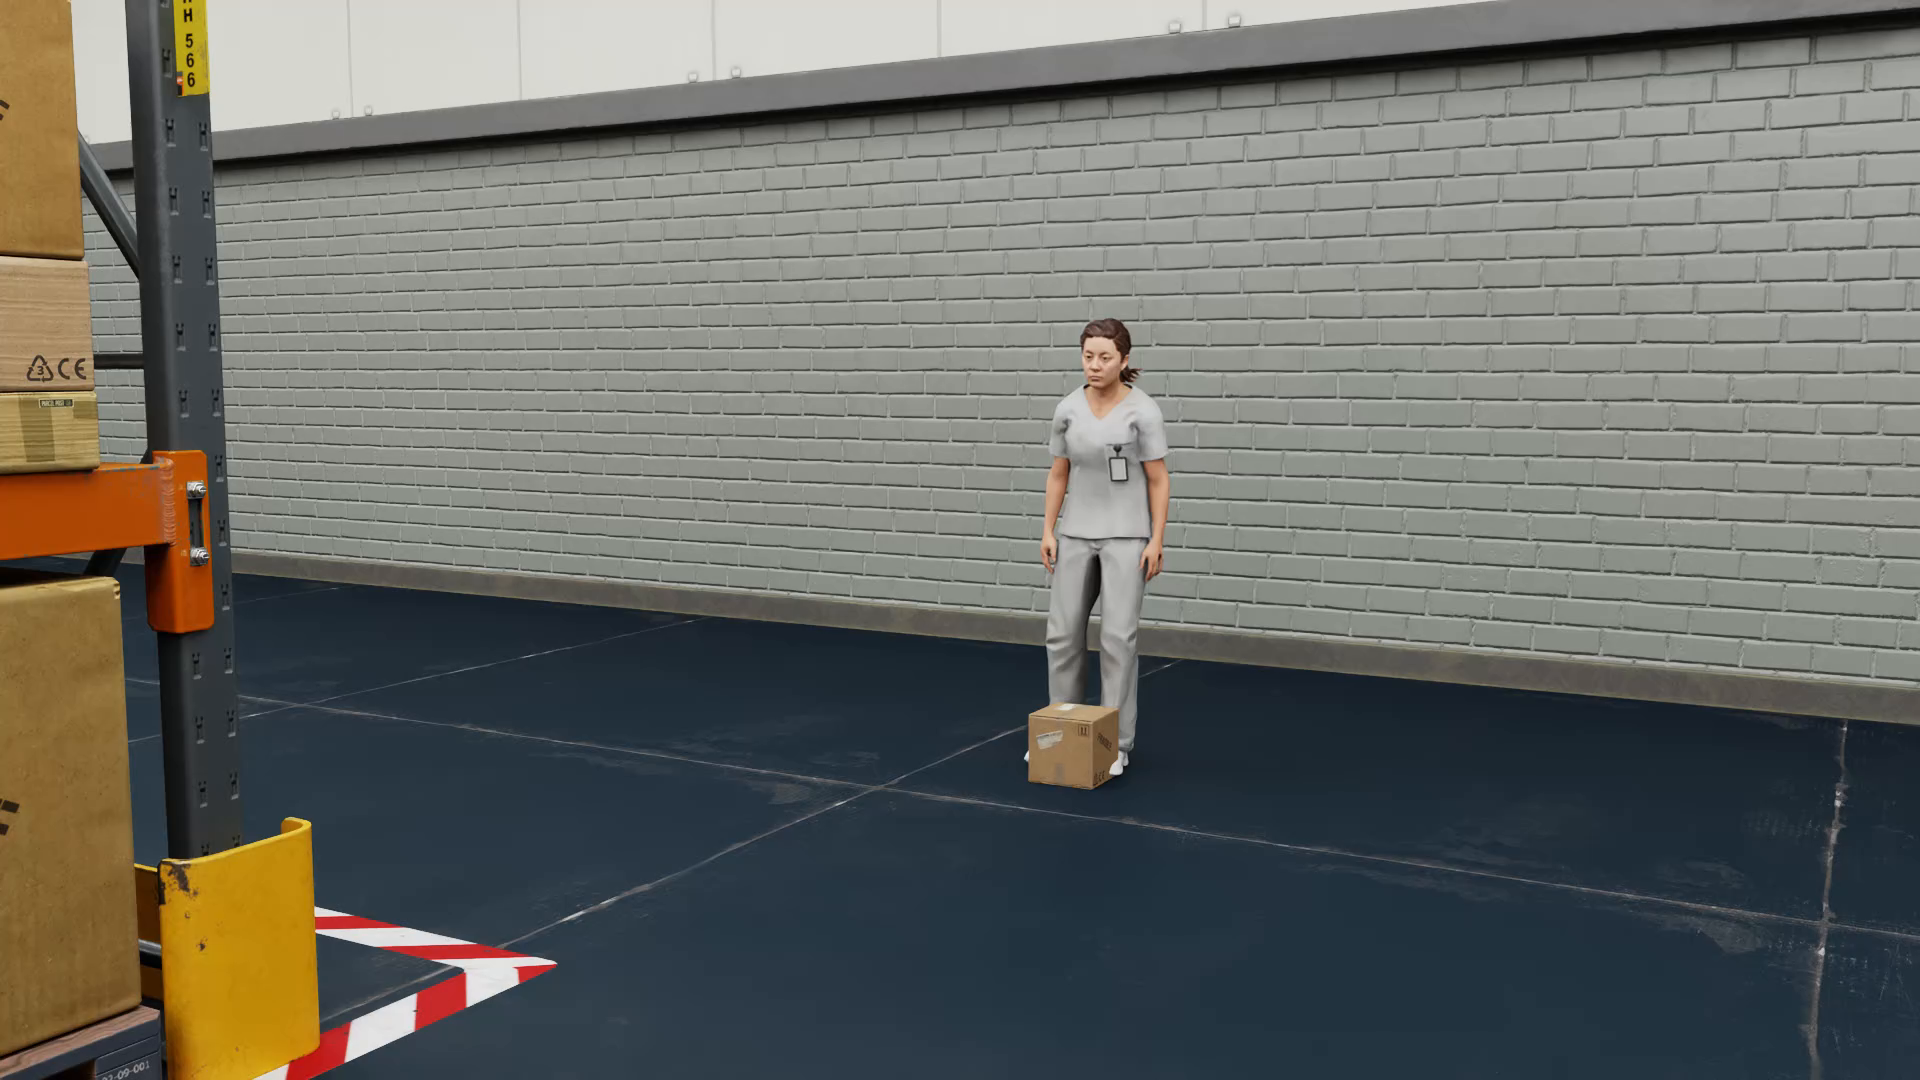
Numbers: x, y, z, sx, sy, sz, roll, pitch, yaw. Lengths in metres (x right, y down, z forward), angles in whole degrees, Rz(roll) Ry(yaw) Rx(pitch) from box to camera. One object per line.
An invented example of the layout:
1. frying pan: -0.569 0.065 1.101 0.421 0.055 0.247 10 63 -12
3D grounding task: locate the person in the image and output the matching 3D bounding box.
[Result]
1. person: 0.514 0.018 6.170 0.502 1.671 0.416 3 7 26
